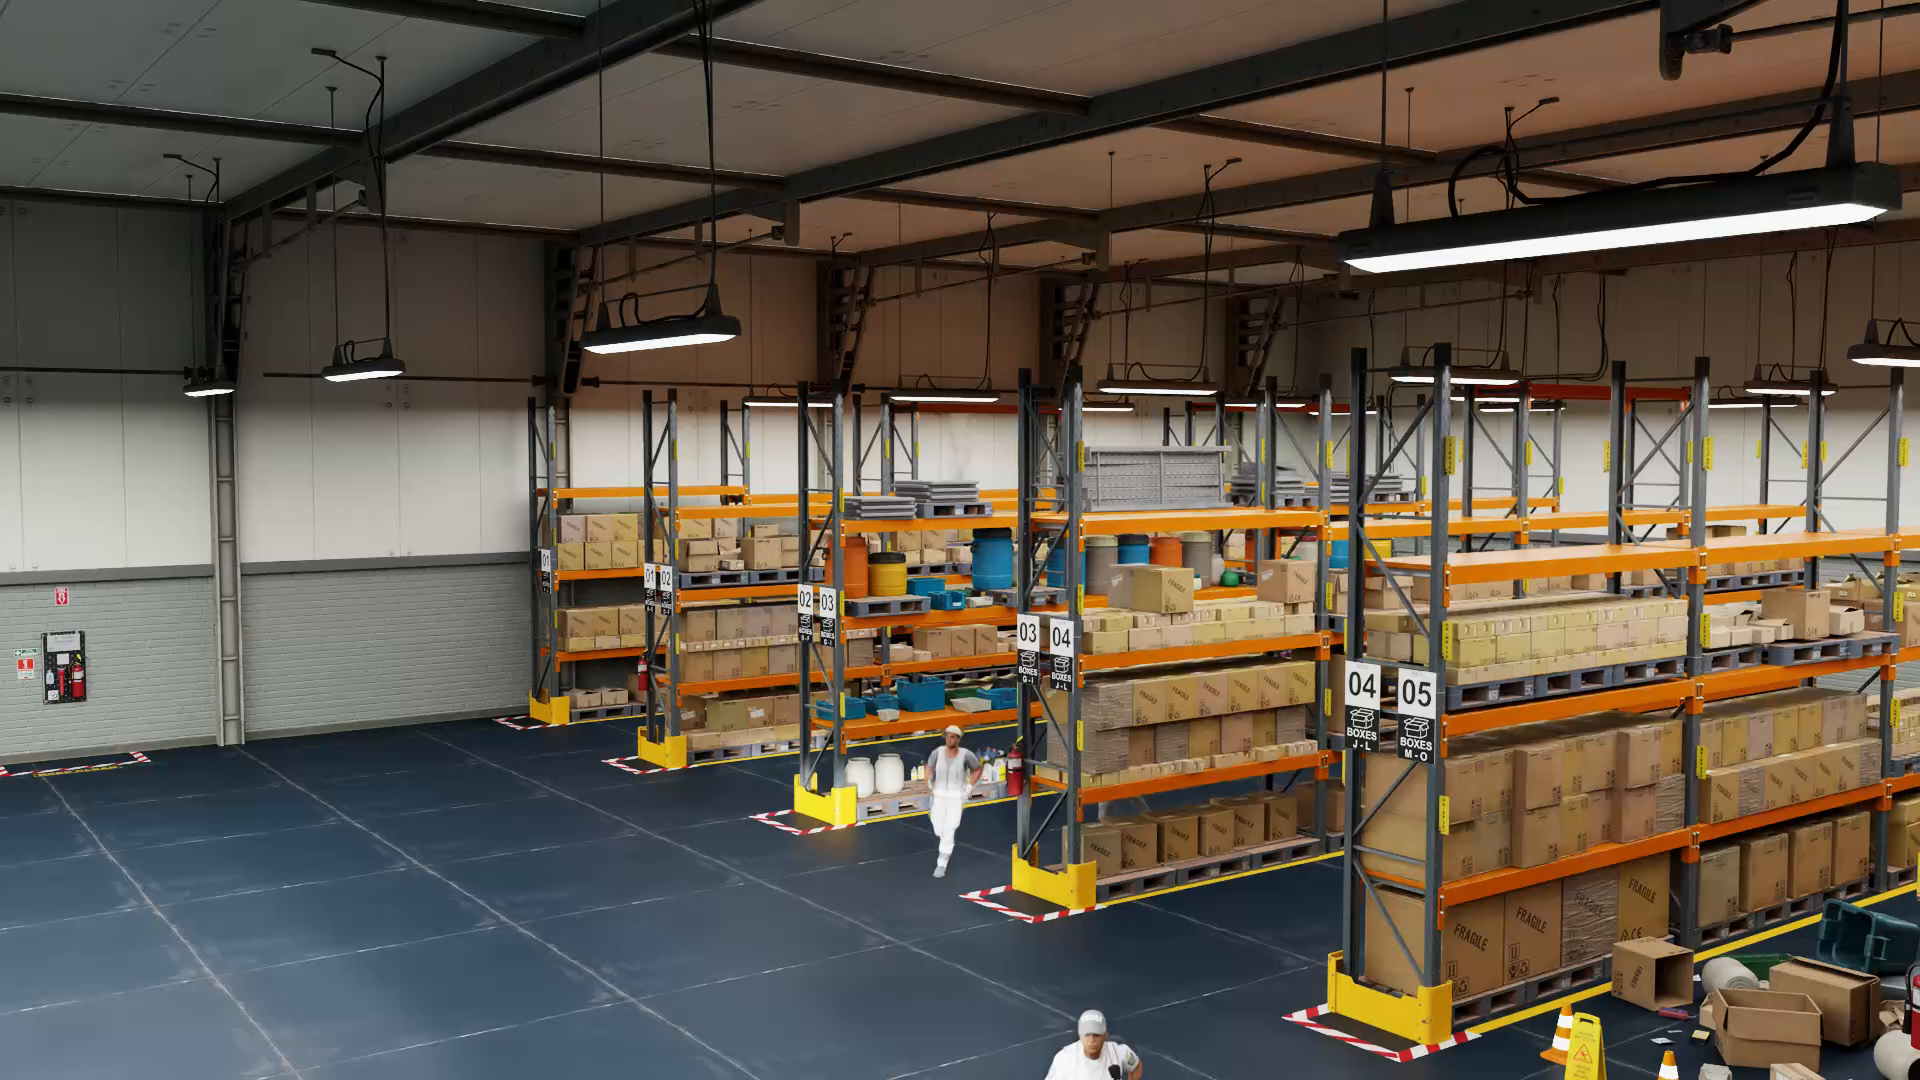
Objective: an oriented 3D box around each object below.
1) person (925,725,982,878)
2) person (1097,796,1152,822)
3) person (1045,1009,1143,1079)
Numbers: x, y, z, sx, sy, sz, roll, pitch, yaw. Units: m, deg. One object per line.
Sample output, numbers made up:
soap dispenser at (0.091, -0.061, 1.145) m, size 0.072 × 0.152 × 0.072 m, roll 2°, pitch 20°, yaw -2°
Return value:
person at (-0.094, 3.104, 20.035) m, size 0.674 × 1.782 × 0.822 m, roll 1°, pitch 4°, yaw 16°
person at (2.171, 3.066, 21.571) m, size 0.988 × 1.716 × 0.535 m, roll -3°, pitch 4°, yaw -40°
person at (0.830, 3.746, 10.410) m, size 0.620 × 1.711 × 0.912 m, roll 0°, pitch 3°, yaw 6°
